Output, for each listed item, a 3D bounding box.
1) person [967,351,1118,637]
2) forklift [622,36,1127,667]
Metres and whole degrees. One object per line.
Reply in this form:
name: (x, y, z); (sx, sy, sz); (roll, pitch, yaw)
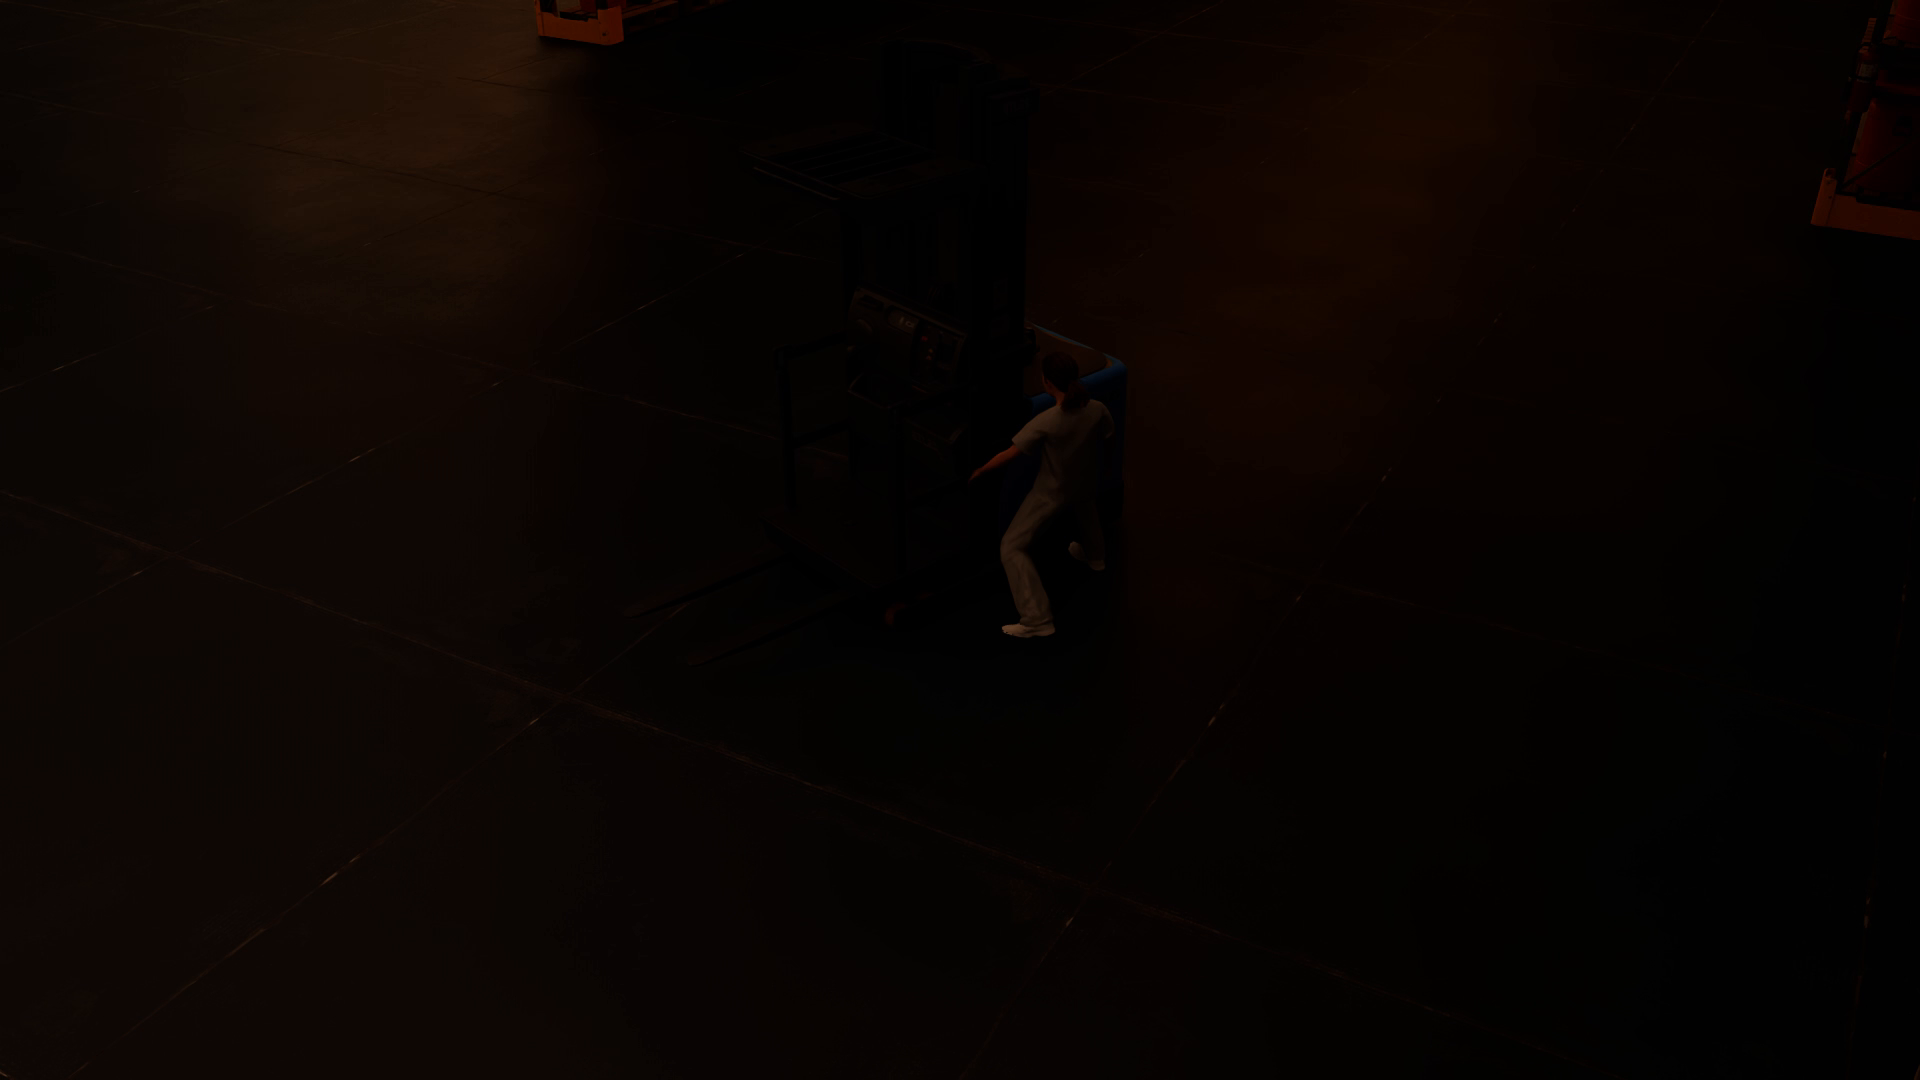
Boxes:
person: (0.517, -0.309, 9.045); (0.870, 1.552, 0.702); (-13, 33, -22)
forklift: (-0.452, -1.060, 8.908); (3.031, 2.935, 1.130); (-24, 38, -35)
